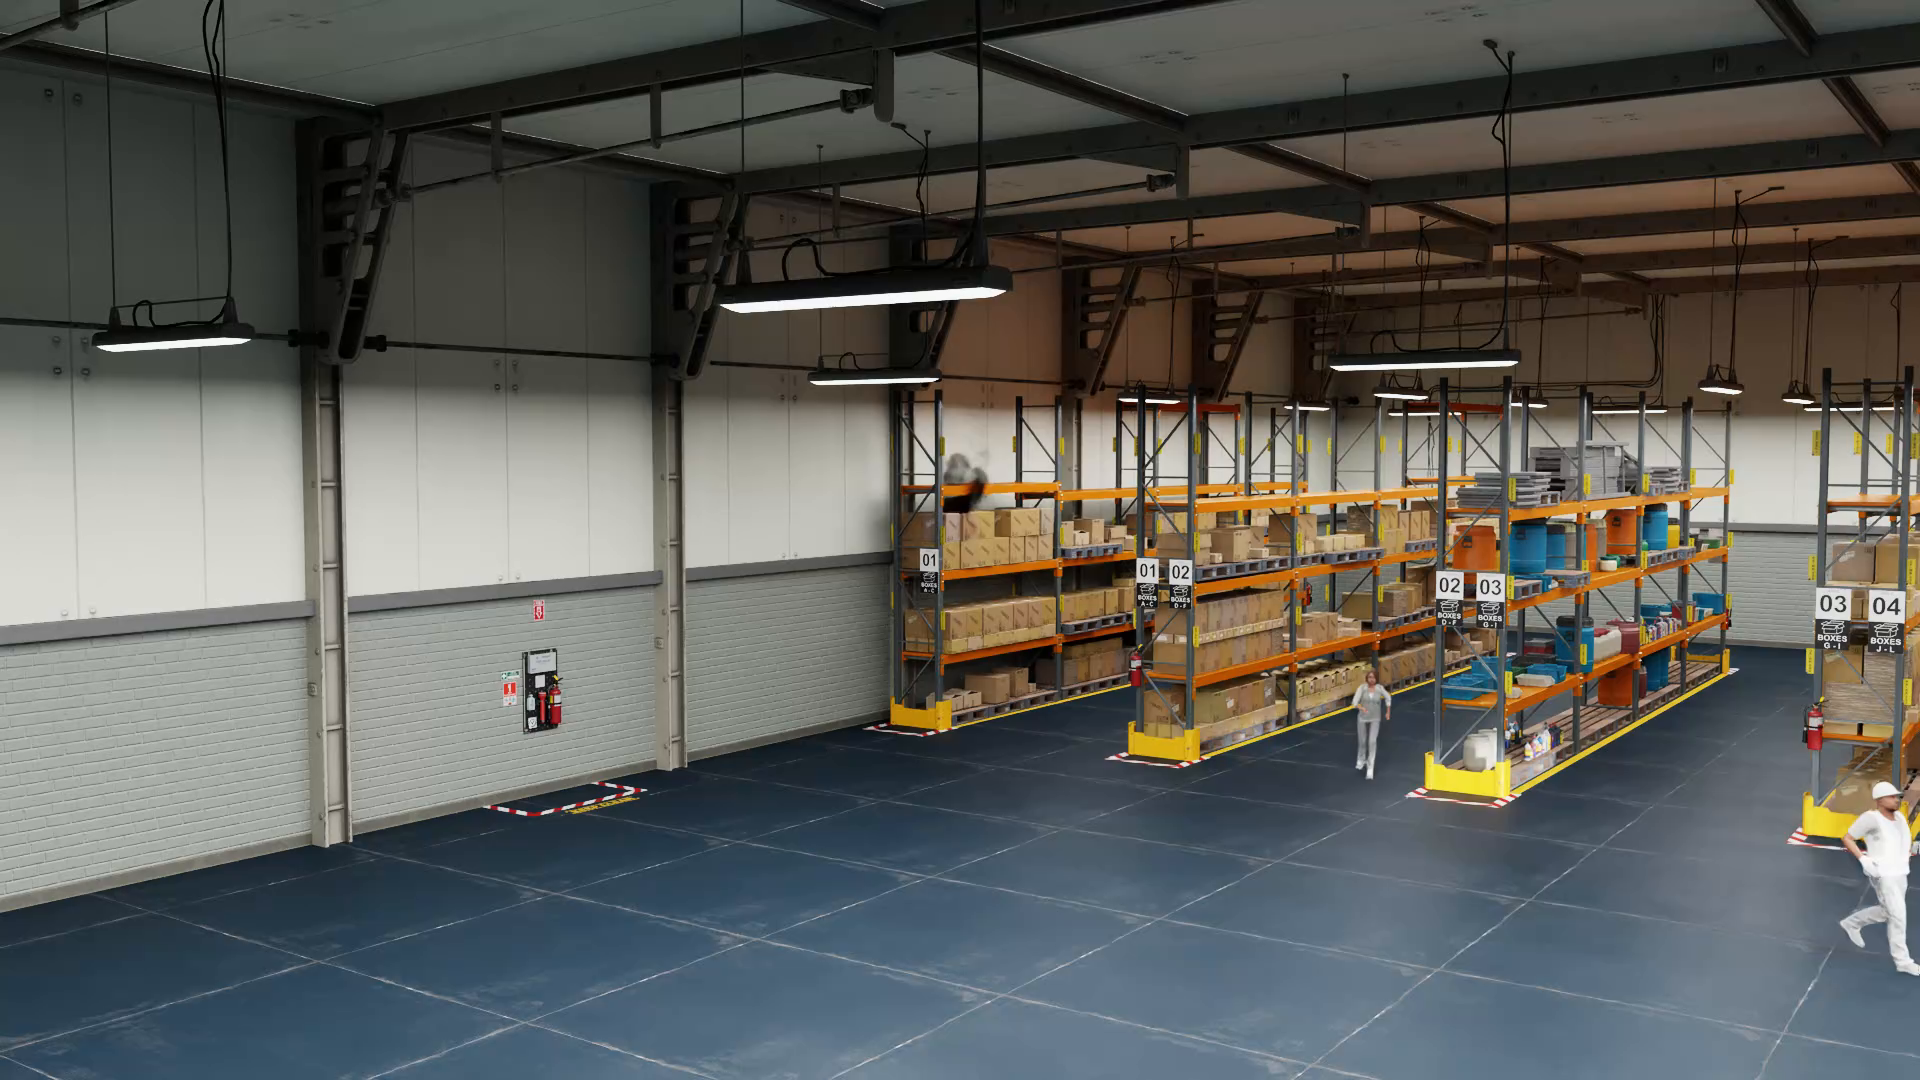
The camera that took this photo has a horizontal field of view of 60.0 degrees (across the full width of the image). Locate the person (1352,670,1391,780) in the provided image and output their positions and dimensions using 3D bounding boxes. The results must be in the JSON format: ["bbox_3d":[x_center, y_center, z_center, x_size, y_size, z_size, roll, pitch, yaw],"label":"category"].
[{"bbox_3d":[6.247,2.785,25.275,0.573,1.655,0.689,1,3,16],"label":"person"}]

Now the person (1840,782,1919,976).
[{"bbox_3d":[8.885,3.206,15.974,0.695,1.763,0.964,-2,4,-29],"label":"person"}]
